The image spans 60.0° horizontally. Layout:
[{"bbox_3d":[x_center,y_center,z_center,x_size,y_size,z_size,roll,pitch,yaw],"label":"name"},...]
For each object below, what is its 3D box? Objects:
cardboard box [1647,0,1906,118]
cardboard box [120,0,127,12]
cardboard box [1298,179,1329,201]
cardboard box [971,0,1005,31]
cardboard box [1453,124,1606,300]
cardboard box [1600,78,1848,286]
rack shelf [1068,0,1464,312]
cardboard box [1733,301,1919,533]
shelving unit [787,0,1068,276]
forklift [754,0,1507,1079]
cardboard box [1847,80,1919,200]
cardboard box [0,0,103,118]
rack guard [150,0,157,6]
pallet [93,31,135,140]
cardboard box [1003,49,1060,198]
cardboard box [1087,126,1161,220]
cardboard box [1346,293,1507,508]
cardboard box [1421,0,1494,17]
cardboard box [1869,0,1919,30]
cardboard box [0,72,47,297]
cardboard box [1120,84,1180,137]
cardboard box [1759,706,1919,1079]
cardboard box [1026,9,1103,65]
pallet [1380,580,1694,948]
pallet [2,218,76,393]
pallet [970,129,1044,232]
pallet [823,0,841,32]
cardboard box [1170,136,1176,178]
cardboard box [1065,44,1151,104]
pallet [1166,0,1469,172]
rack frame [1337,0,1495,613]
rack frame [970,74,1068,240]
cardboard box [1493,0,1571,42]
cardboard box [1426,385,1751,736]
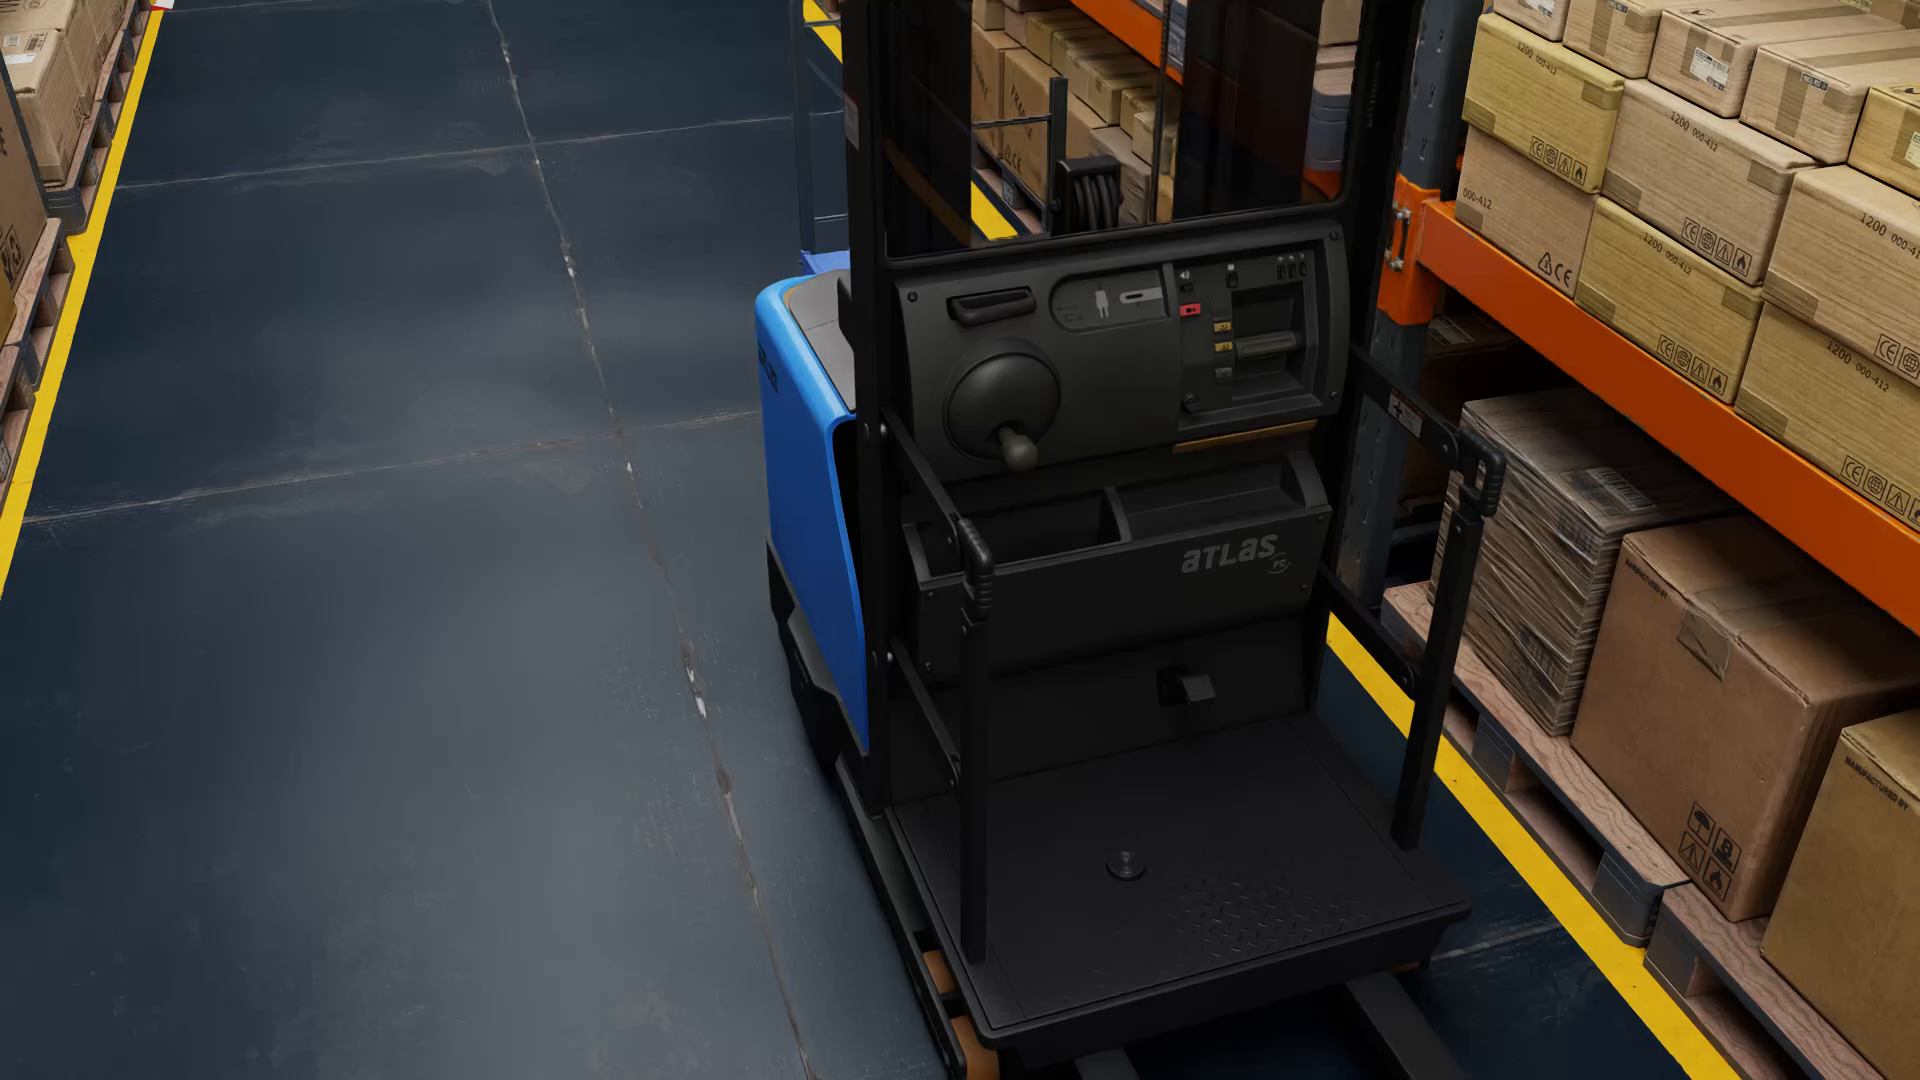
[{"bbox_3d":[1.623,-0.969,3.317,0.380,0.149,0.250,-9,35,-13],"label":"cardboard box"},{"bbox_3d":[-5.249,-3.284,9.443,0.875,0.438,0.875,-11,35,-16],"label":"cardboard box"},{"bbox_3d":[1.078,-1.048,5.413,0.380,0.149,0.250,-11,35,-16],"label":"cardboard box"},{"bbox_3d":[0.256,-2.414,7.481,0.380,0.149,0.250,-8,34,-12],"label":"cardboard box"},{"bbox_3d":[1.523,-0.808,3.887,0.500,0.250,0.500,-10,35,-15],"label":"cardboard box"},{"bbox_3d":[1.675,-0.753,3.351,0.500,0.250,0.500,-9,34,-13],"label":"cardboard box"},{"bbox_3d":[1.010,-1.894,6.048,1.077,0.370,4.000,-10,35,-15],"label":"rack shelf"},{"bbox_3d":[1.836,-0.273,3.079,0.500,0.250,0.500,-11,35,-16],"label":"cardboard box"},{"bbox_3d":[-0.123,-0.817,5.126,0.538,1.500,1.048,-11,35,-16],"label":"shelving unit"},{"bbox_3d":[0.407,-0.318,3.072,1.130,2.935,3.031,-11,35,-16],"label":"forklift"},{"bbox_3d":[1.820,-0.707,2.920,0.380,0.149,0.250,-10,35,-14],"label":"cardboard box"},{"bbox_3d":[-4.689,-2.332,8.001,0.875,0.438,0.875,-11,35,-16],"label":"cardboard box"},{"bbox_3d":[-5.553,-3.477,10.059,1.175,0.500,0.348,-10,35,-15],"label":"rack guard"},{"bbox_3d":[-4.859,-2.298,8.537,1.003,0.211,1.213,-10,35,-15],"label":"pallet"},{"bbox_3d":[0.505,-1.807,7.150,0.500,0.500,0.500,-10,35,-15],"label":"cardboard box"},{"bbox_3d":[0.806,-1.271,6.339,0.500,0.500,0.500,-11,35,-16],"label":"cardboard box"},{"bbox_3d":[1.287,-0.462,5.115,0.500,0.500,0.500,-9,35,-13],"label":"cardboard box"},{"bbox_3d":[1.612,-1.658,4.566,0.500,0.500,0.500,-8,34,-12],"label":"cardboard box"},{"bbox_3d":[2.120,-1.055,3.447,0.380,0.149,0.250,-10,35,-15],"label":"cardboard box"},{"bbox_3d":[-4.060,-1.384,6.170,0.875,0.875,0.875,-9,34,-13],"label":"cardboard box"},{"bbox_3d":[0.824,-1.602,6.252,0.380,0.149,0.250,-10,35,-15],"label":"cardboard box"},{"bbox_3d":[2.210,0.696,3.249,0.875,0.625,0.625,-11,35,-17],"label":"cardboard box"},{"bbox_3d":[0.504,-2.149,7.079,0.380,0.149,0.250,-12,35,-17],"label":"cardboard box"},{"bbox_3d":[1.834,0.458,4.365,1.003,0.211,1.213,-10,35,-15],"label":"pallet"},{"bbox_3d":[-4.018,-0.852,6.348,1.003,0.211,1.213,-10,35,-15],"label":"pallet"},{"bbox_3d":[0.684,-1.660,7.571,1.003,0.211,1.213,-10,35,-15],"label":"pallet"},{"bbox_3d":[-0.184,-3.083,9.725,1.003,0.211,1.213,-10,35,-15],"label":"pallet"},{"bbox_3d":[0.964,-1.325,5.832,0.380,0.149,0.250,-11,35,-15],"label":"cardboard box"},{"bbox_3d":[0.641,-1.870,6.657,0.380,0.149,0.250,-10,35,-15],"label":"cardboard box"},{"bbox_3d":[1.347,-1.408,4.834,1.213,0.211,1.003,-10,35,-15],"label":"pallet"},{"bbox_3d":[1.620,-1.144,4.261,1.000,3.000,0.127,-10,35,-15],"label":"rack frame"},{"bbox_3d":[0.041,-0.552,4.725,0.500,1.500,0.032,-11,35,-16],"label":"rack frame"},{"bbox_3d":[1.437,-1.240,3.726,0.380,0.149,0.250,-9,35,-13],"label":"cardboard box"},{"bbox_3d":[1.798,0.001,4.301,0.875,0.625,0.625,-9,34,-13],"label":"cardboard box"}]
